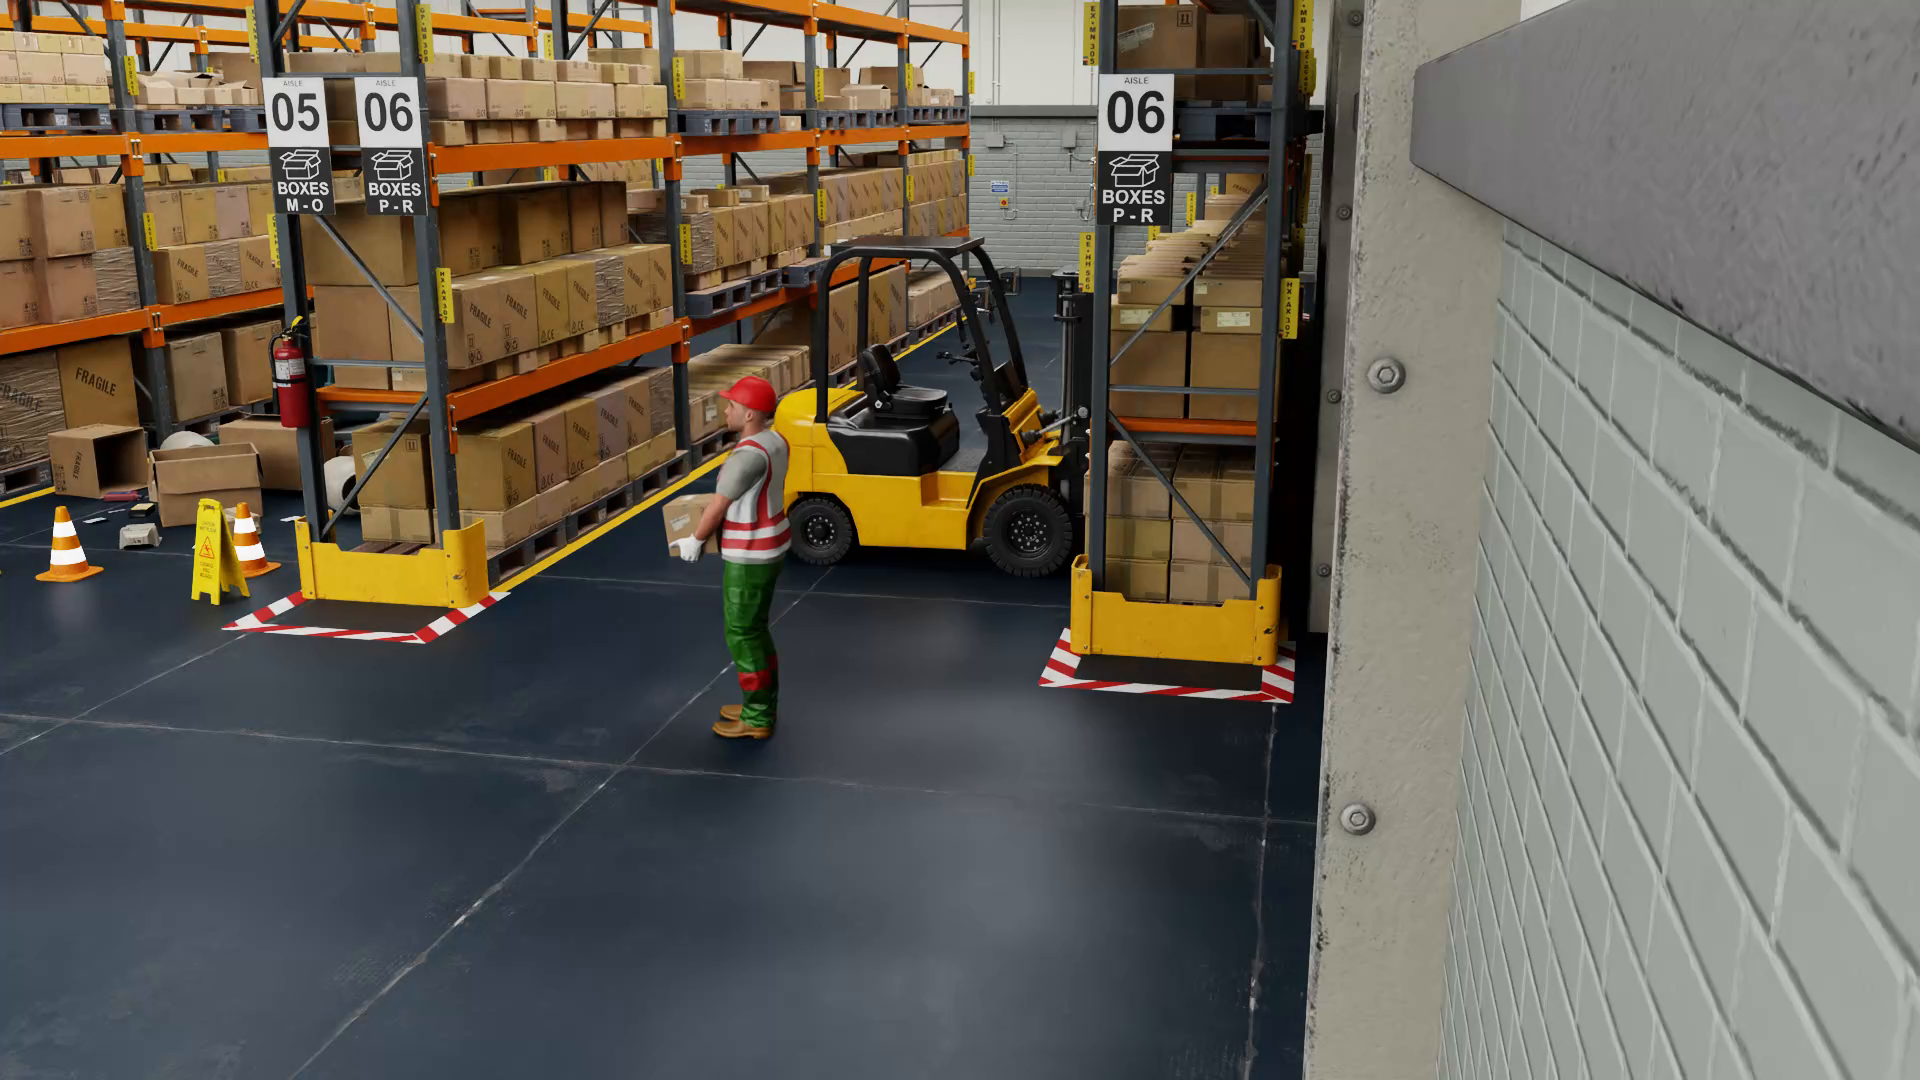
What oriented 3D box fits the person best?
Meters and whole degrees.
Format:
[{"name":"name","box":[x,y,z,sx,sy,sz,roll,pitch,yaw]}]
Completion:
[{"name":"person","box":[-1.120,0.077,8.165,0.559,1.786,0.495,3,15,11]}]
